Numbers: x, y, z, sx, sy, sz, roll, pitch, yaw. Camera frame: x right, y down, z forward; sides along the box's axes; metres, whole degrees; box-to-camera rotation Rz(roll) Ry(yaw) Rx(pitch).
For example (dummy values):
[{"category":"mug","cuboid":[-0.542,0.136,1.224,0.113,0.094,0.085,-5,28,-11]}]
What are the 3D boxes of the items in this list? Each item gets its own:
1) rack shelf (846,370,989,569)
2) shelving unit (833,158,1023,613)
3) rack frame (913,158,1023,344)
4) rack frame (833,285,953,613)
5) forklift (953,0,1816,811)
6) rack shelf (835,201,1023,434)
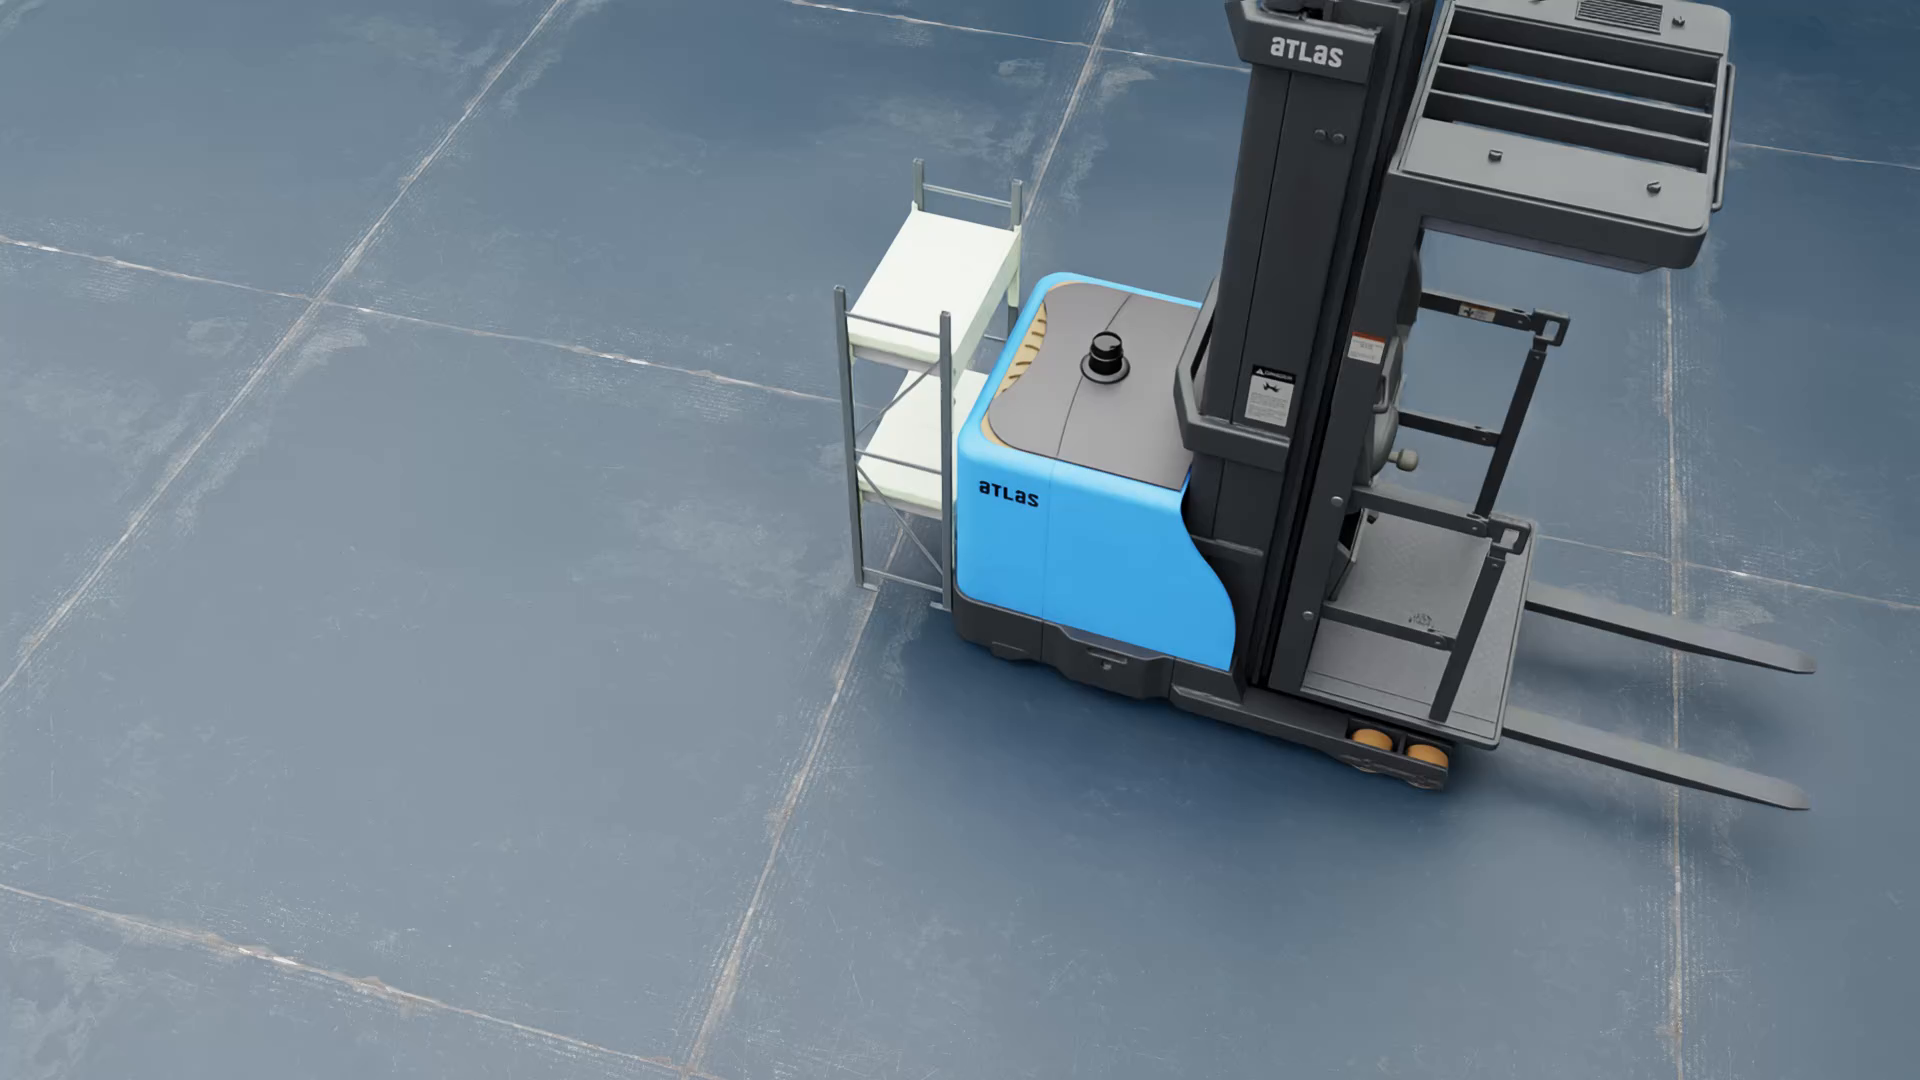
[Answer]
[{"category":"rack shelf","cuboid":[-0.097,-0.317,6.383,0.431,0.370,0.720,15,50,13]},{"category":"shelving unit","cuboid":[-0.097,-0.532,6.138,0.431,1.500,0.755,15,50,13]},{"category":"rack frame","cuboid":[0.026,-0.791,6.367,0.400,1.500,0.023,15,50,13]},{"category":"rack frame","cuboid":[-0.219,-0.274,5.910,0.400,1.500,0.023,15,50,13]},{"category":"forklift","cuboid":[1.546,-0.545,5.195,3.031,2.935,1.130,15,50,13]},{"category":"rack shelf","cuboid":[-0.097,-0.791,5.846,0.431,0.370,0.720,15,50,13]}]
